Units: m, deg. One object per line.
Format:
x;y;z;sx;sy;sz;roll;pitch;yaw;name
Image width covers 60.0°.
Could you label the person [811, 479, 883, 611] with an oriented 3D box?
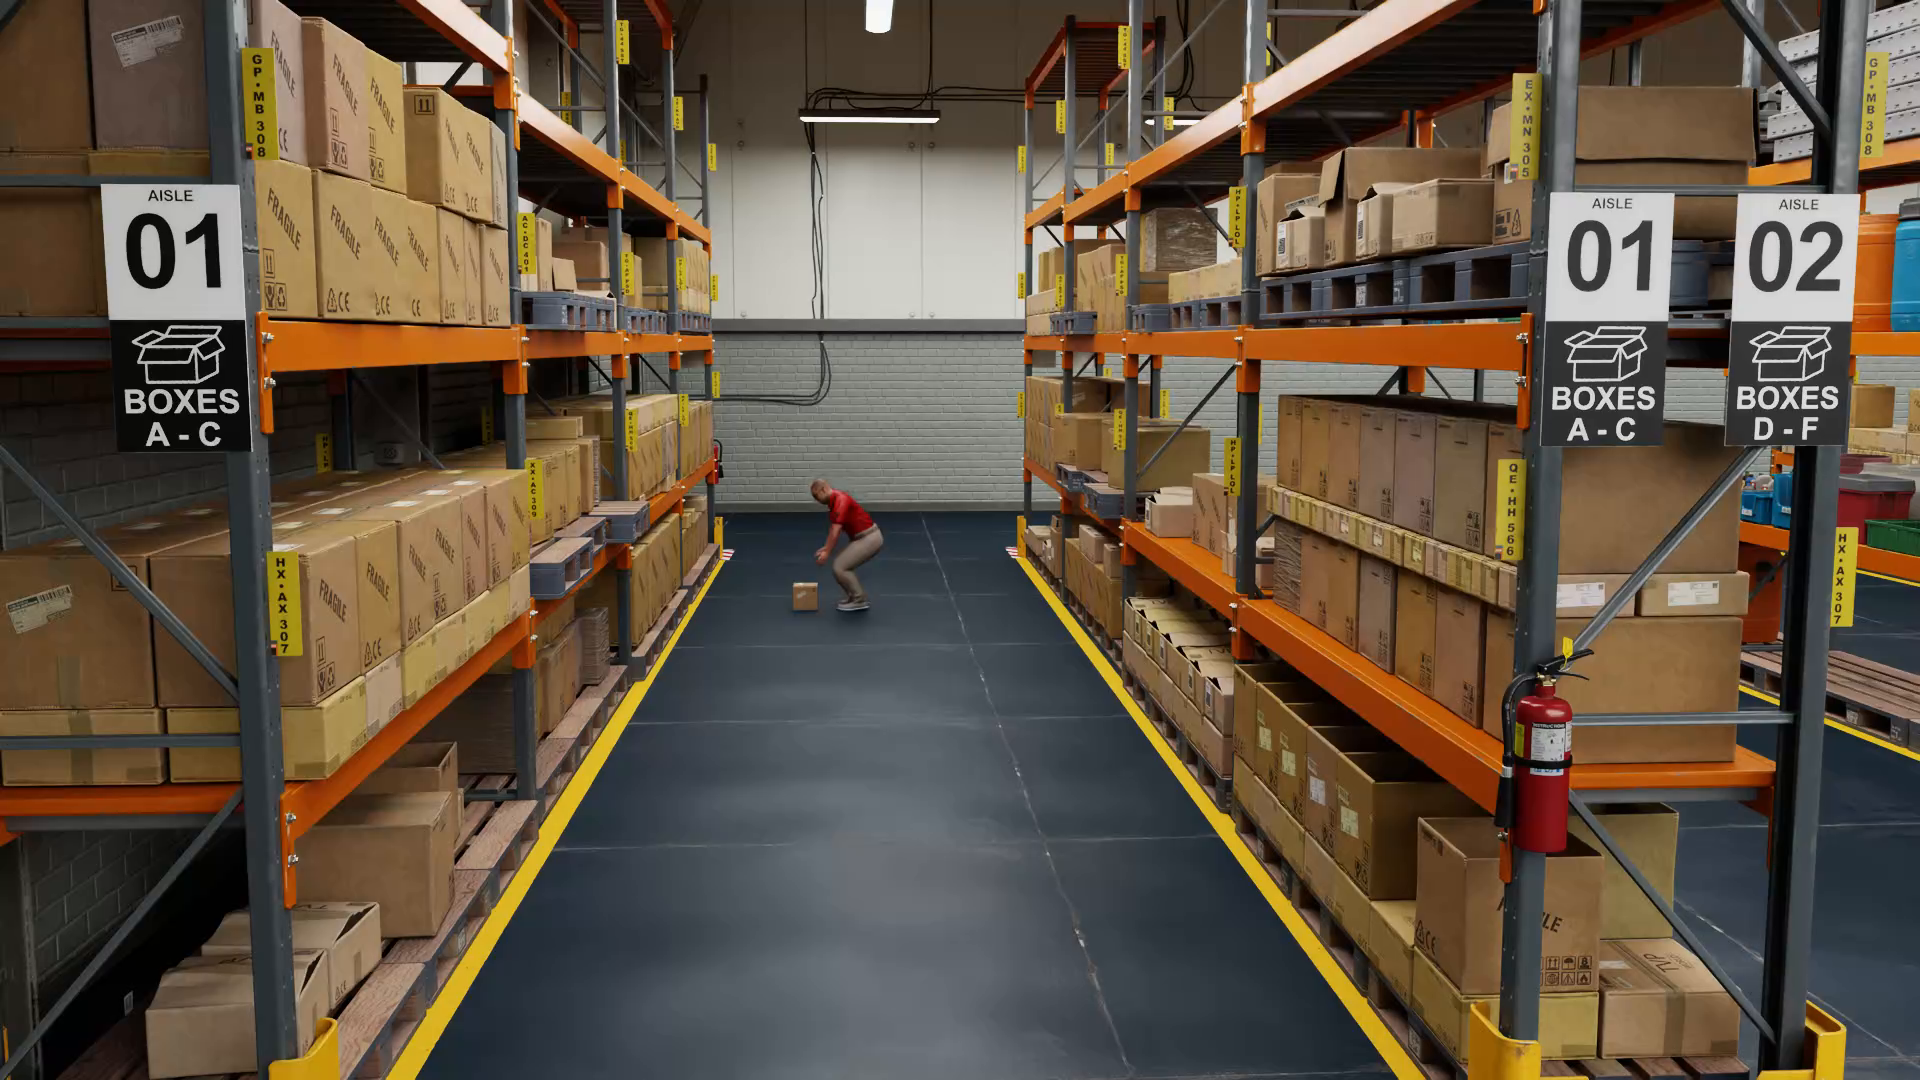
-1.156;0.043;17.083;0.741;1.349;0.590;0;7;-4;person
